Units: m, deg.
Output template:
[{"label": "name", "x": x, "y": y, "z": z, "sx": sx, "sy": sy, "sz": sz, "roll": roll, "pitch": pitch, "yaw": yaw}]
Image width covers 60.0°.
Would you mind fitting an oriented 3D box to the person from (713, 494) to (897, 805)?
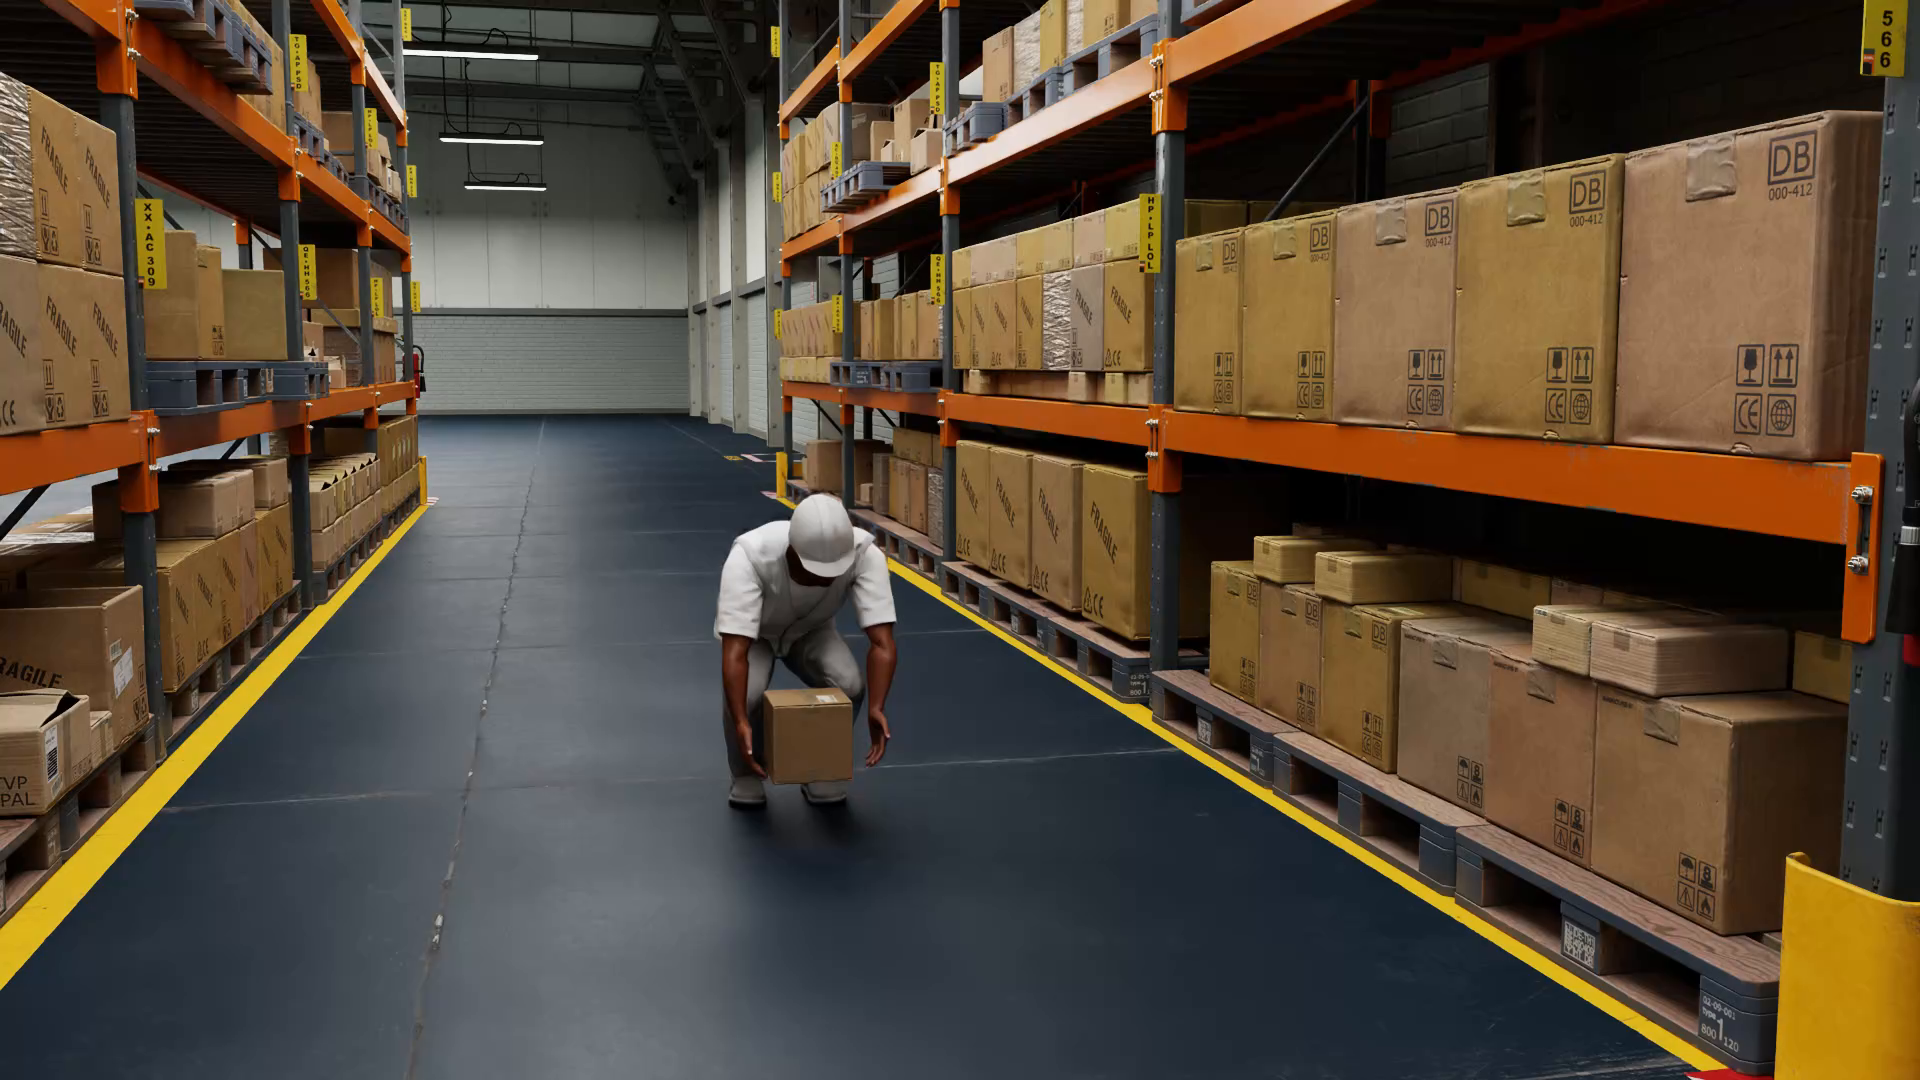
[{"label": "person", "x": -0.537, "y": 0.364, "z": 5.637, "sx": 0.599, "sy": 1.091, "sz": 0.867, "roll": -2, "pitch": 6, "yaw": -14}]
